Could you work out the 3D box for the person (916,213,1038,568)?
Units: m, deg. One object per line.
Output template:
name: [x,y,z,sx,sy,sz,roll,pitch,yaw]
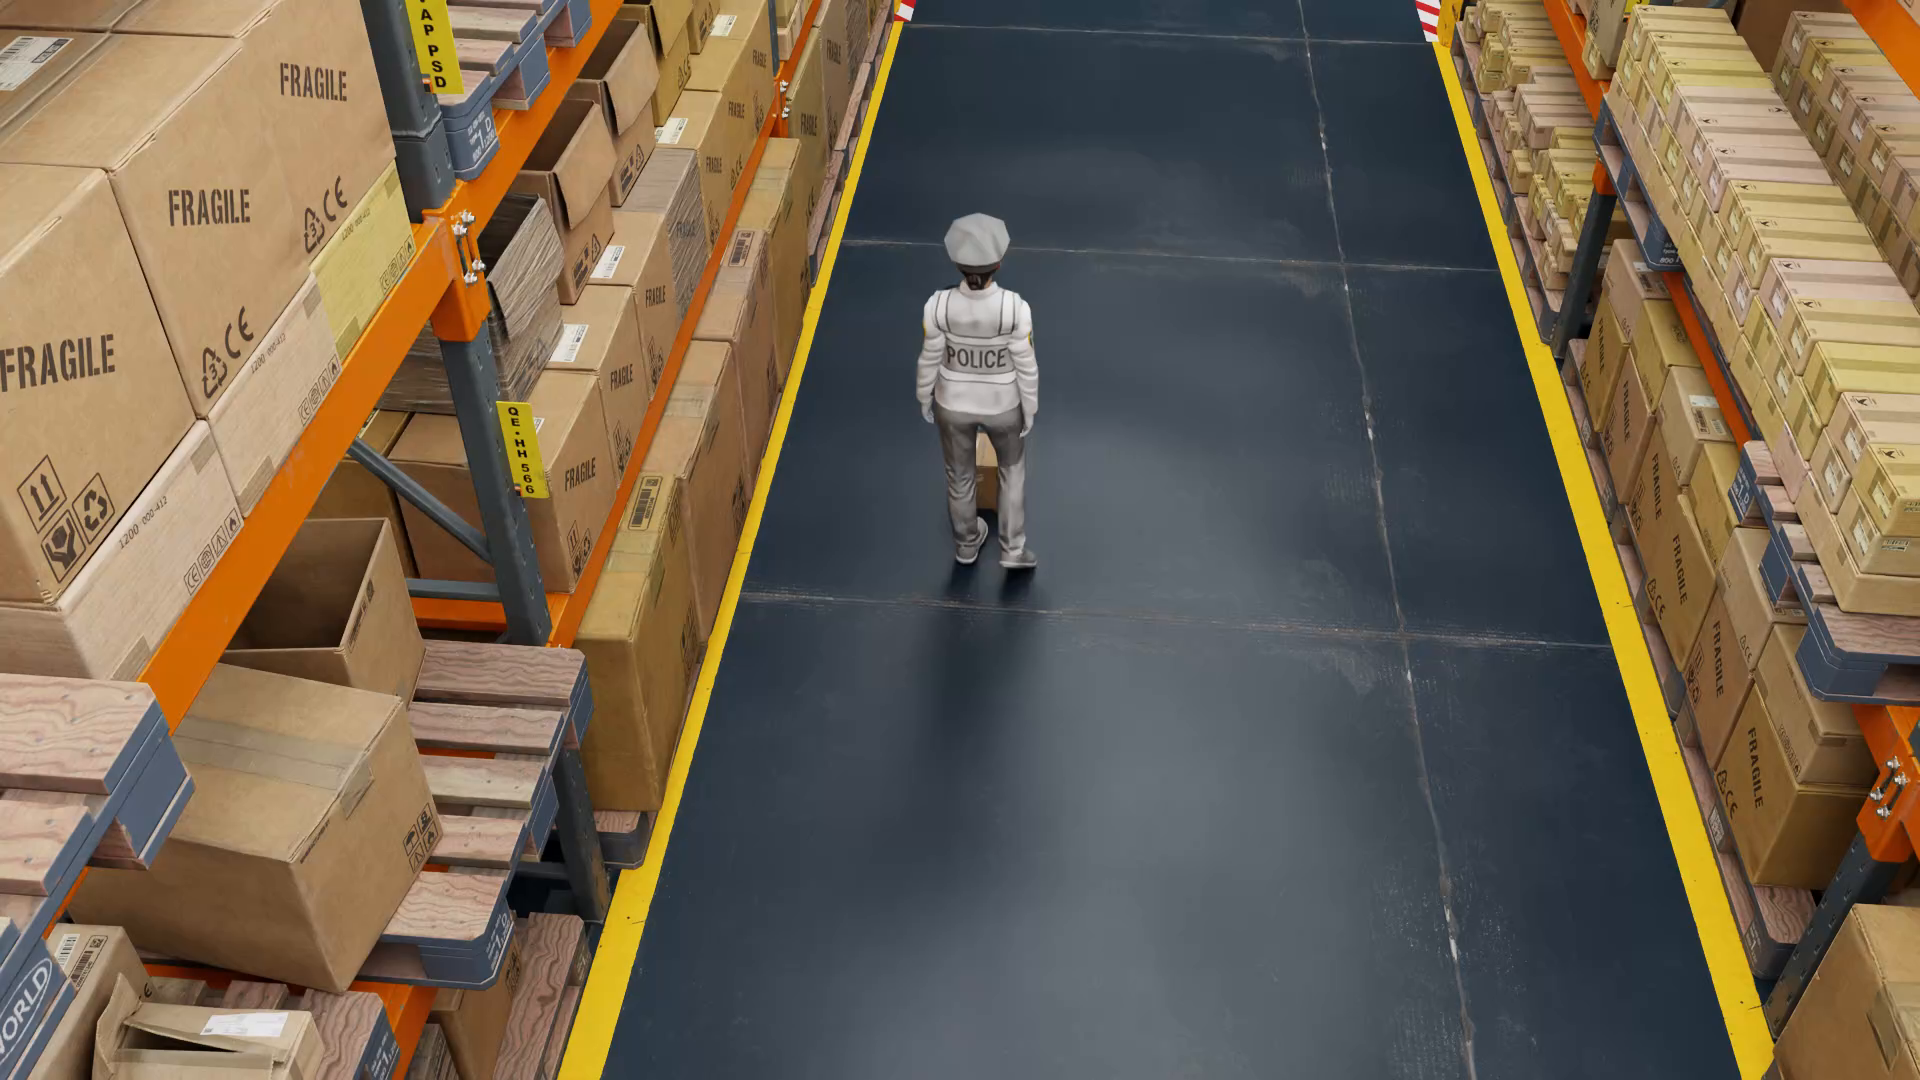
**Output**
person: [0.081,-0.560,6.816,0.517,1.728,0.411,3,40,3]
